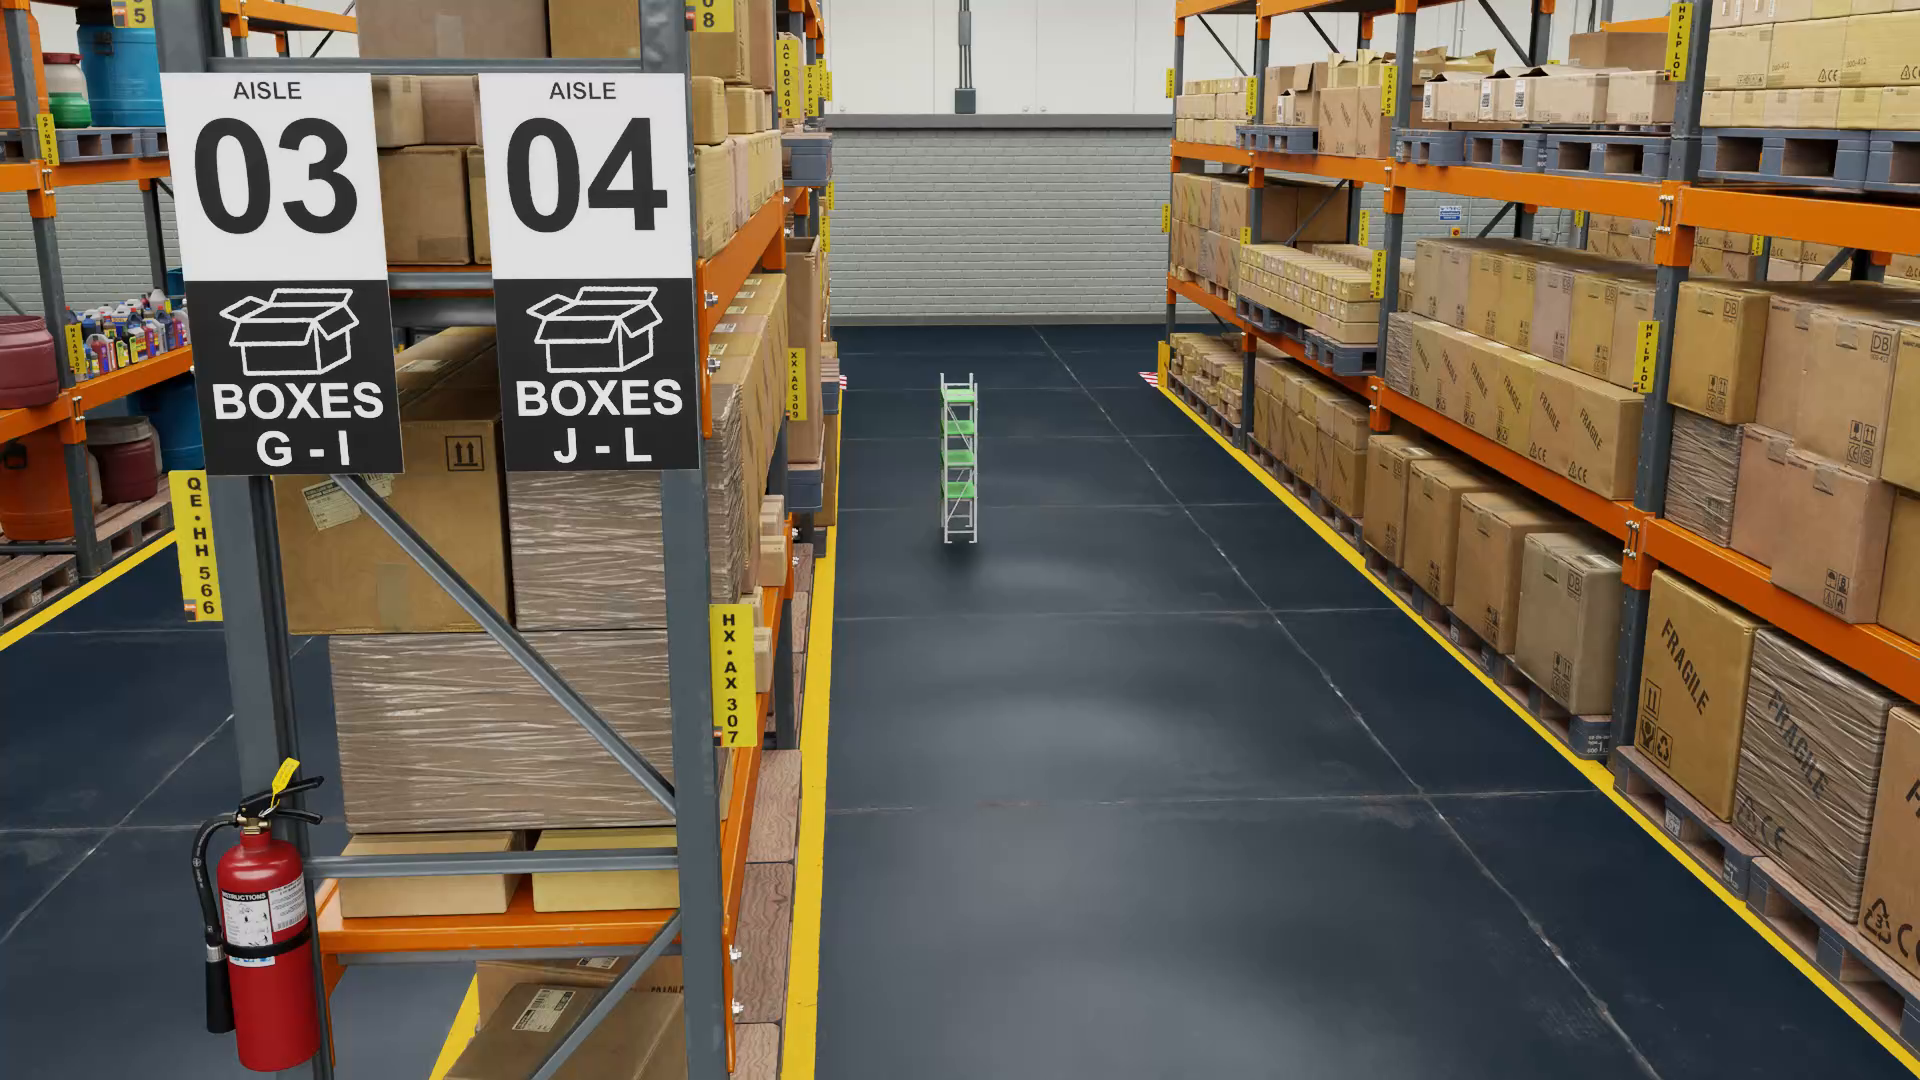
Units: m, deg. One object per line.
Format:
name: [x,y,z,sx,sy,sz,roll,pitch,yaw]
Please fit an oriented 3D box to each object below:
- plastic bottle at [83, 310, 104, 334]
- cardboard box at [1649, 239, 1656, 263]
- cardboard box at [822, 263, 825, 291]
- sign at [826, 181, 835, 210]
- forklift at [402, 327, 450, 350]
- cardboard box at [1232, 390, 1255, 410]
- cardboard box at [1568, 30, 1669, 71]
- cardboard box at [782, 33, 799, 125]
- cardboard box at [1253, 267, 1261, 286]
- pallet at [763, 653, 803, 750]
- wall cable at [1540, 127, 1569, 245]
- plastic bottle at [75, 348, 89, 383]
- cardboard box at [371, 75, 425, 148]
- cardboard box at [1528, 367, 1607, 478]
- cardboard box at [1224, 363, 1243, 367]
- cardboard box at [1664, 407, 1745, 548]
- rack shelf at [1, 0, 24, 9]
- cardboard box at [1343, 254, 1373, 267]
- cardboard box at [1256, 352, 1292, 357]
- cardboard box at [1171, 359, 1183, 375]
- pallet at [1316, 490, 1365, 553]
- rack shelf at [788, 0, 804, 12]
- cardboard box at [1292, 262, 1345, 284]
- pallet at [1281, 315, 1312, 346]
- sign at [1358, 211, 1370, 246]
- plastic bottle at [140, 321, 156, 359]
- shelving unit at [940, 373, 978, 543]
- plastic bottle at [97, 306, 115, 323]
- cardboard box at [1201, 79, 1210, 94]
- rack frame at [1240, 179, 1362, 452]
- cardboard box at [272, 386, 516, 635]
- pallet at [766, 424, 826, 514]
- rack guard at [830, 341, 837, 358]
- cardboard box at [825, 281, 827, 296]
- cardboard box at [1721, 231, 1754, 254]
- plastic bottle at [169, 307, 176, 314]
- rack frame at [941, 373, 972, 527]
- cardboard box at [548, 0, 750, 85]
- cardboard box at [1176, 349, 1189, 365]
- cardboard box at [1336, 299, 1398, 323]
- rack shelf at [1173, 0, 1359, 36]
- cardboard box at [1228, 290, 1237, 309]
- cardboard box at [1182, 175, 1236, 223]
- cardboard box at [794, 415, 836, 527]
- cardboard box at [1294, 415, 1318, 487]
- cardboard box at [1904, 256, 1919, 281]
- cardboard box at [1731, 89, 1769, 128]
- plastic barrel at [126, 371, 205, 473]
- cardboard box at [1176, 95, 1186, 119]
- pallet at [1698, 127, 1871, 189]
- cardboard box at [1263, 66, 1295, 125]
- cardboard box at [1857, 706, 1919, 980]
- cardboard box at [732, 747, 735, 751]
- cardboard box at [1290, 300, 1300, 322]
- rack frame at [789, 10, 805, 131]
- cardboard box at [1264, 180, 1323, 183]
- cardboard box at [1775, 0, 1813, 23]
plastic bottle: [-7.004,-1.715,13.420,0.152,0.276,0.135,-1,14,-3]
cardboard box: [7.726,-2.956,17.795,0.500,0.500,0.500,0,14,-2]
cardboard box: [-1.575,-2.576,16.224,0.500,0.250,0.500,-1,14,-4]
sign: [-1.486,-3.935,19.003,0.100,0.325,0.005,-1,14,-3]
forklift: [-3.408,-1.292,11.664,1.130,2.935,3.031,-1,14,-2]
cardboard box: [2.839,-1.352,16.043,0.380,0.149,0.250,-1,14,-2]
cardboard box: [3.811,-2.642,9.510,0.500,0.500,0.500,-1,14,-3]
cardboard box: [-1.196,-2.643,9.556,0.500,0.500,0.500,-1,14,-2]
cardboard box: [2.775,-2.304,14.525,0.380,0.149,0.250,-1,14,-2]
pallet: [-1.335,0.886,8.658,1.003,0.211,1.213,-1,14,-3]
wall cable: [8.904,-5.327,25.171,0.588,1.984,0.122,-1,14,-3]
plastic bottle: [-6.181,-1.242,11.581,0.152,0.276,0.135,-1,14,-3]
cardboard box: [-1.366,-0.913,3.537,0.380,0.149,0.250,-1,14,-3]
cardboard box: [3.341,-0.622,8.723,0.500,0.500,0.500,-1,14,-4]
cardboard box: [2.878,-1.697,16.789,0.380,0.149,0.250,0,14,-2]
cardboard box: [3.706,-0.303,7.384,0.875,0.550,0.550,-1,14,-3]
rack shelf: [-6.353,-3.055,8.587,1.077,0.370,4.000,-1,14,-3]
cardboard box: [3.455,-2.327,14.019,0.380,0.149,0.250,-1,14,-5]
cardboard box: [3.290,-1.900,17.578,0.380,0.149,0.250,-1,14,-3]
cardboard box: [2.641,-1.994,19.135,0.380,0.149,0.250,-1,14,-2]
pallet: [3.377,-0.161,12.728,1.003,0.211,1.213,-1,14,-3]
rack shelf: [-1.409,-3.131,8.884,1.077,0.370,4.000,-1,14,-3]
cardboard box: [2.858,-2.123,13.226,0.380,0.149,0.250,0,14,-1]
pallet: [3.260,-1.716,13.560,1.003,0.211,1.213,-1,14,-3]
sign: [3.729,-2.882,15.384,0.100,0.325,0.005,-1,14,-3]
plastic bottle: [-6.207,-1.533,12.700,0.061,0.283,0.133,-1,14,-3]
shelving unit: [-0.010,-0.622,12.537,0.258,1.200,0.503,-1,14,-3]
plastic bottle: [-7.019,-1.772,13.644,0.152,0.276,0.135,-1,14,-3]
cardboard box: [2.720,-4.715,17.311,0.380,0.149,0.250,0,14,-2]
rack frame: [3.176,-2.312,15.491,1.000,3.000,0.127,-1,14,-3]
cardboard box: [-1.318,-0.086,4.035,0.500,0.500,0.500,-1,14,-3]
pallet: [-1.188,-0.370,8.330,1.003,0.211,1.213,-1,14,-3]
rack guard: [-2.030,-2.050,19.492,1.175,0.500,0.348,-1,14,-3]
cardboard box: [-1.548,-2.540,16.881,0.380,0.149,0.250,-1,14,-3]
cardboard box: [7.805,-3.059,16.188,0.500,0.500,0.500,-1,14,-4]
plastic bottle: [-6.439,-1.772,13.652,0.097,0.271,0.097,0,14,0]
rack frame: [-0.025,-0.683,12.773,0.240,1.200,0.015,-1,14,-3]
cardboard box: [-0.860,-1.537,4.658,0.500,0.500,0.500,-1,14,-4]
cardboard box: [2.665,-2.070,18.834,0.380,0.149,0.250,-1,14,-4]
cardboard box: [2.938,-1.659,12.017,0.380,0.149,0.250,-1,14,-2]
rack shelf: [3.052,-5.364,16.767,1.077,0.370,4.000,-1,14,-3]
cardboard box: [2.800,-2.320,16.027,0.380,0.149,0.250,-1,14,-5]
cardboard box: [2.728,-3.742,18.246,0.500,0.500,0.500,0,14,-2]
cardboard box: [-1.555,-0.612,12.306,1.225,0.875,0.875,-2,15,-6]
cardboard box: [3.044,-0.730,13.517,0.500,0.500,0.500,-2,15,-6]
cardboard box: [8.001,-2.327,13.342,0.500,0.500,0.500,-1,14,-3]
cardboard box: [3.373,-1.745,6.729,0.380,0.149,0.250,-1,14,-3]
plastic barrel: [-6.664,-1.059,13.992,0.600,0.901,0.708,-1,14,-3]
cardboard box: [2.696,-4.813,18.491,0.500,0.250,0.500,-1,14,-3]
pallet: [3.712,-1.528,6.604,1.003,0.211,1.213,-1,14,-3]
cardboard box: [3.089,-3.920,14.680,0.700,0.500,0.500,-1,14,-3]
cardboard box: [3.755,1.112,5.606,0.875,0.875,0.875,-1,14,-4]
cardboard box: [-0.859,0.522,4.981,0.380,0.149,0.250,-1,14,-3]
cardboard box: [2.860,-1.833,13.293,0.380,0.149,0.250,0,14,-2]
rack frame: [-1.533,-4.171,10.677,1.000,3.000,0.127,-1,14,-3]
cardboard box: [3.343,-3.359,16.757,0.500,0.500,0.500,-1,14,-3]
cardboard box: [3.387,-2.069,6.388,0.380,0.149,0.250,-1,14,-4]
